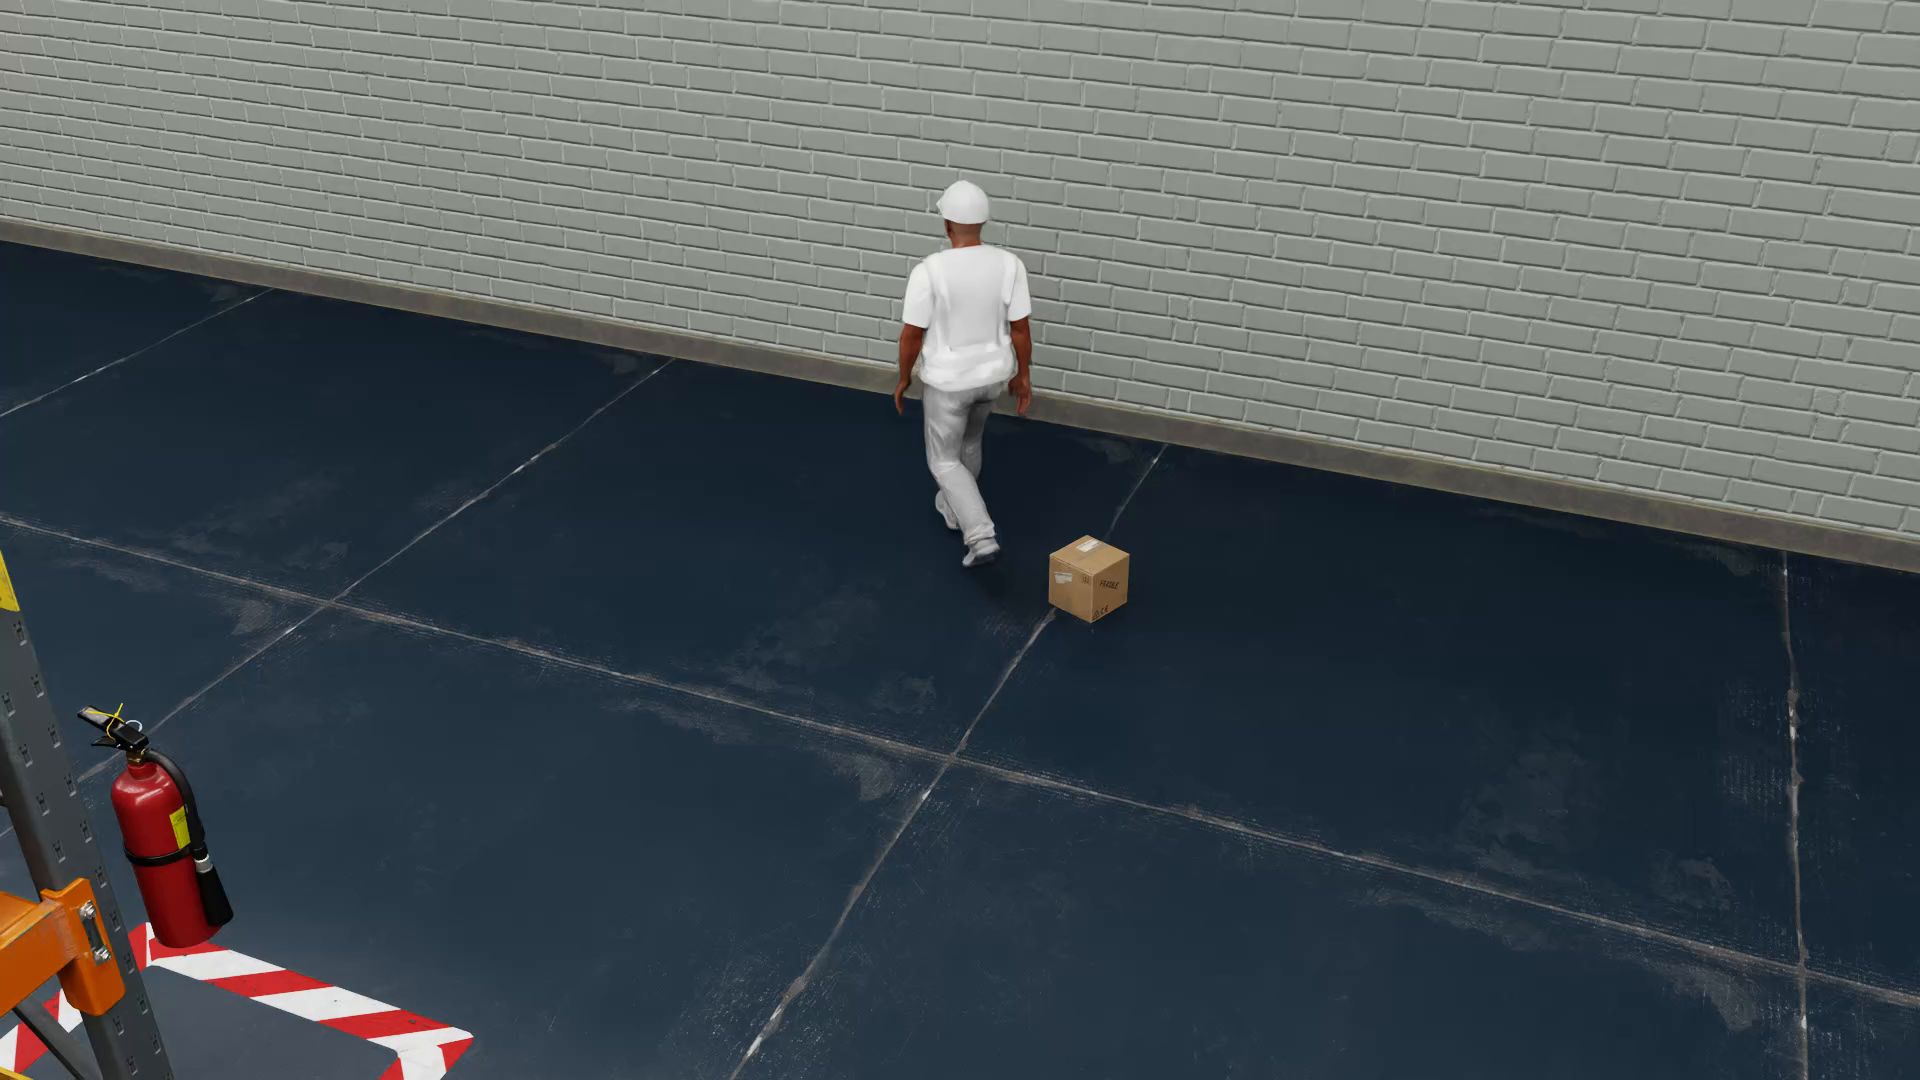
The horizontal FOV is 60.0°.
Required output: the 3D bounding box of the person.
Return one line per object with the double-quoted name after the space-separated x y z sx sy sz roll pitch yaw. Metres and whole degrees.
0.021 -0.723 7.379 0.591 1.742 0.910 -13 32 -22 "person"
